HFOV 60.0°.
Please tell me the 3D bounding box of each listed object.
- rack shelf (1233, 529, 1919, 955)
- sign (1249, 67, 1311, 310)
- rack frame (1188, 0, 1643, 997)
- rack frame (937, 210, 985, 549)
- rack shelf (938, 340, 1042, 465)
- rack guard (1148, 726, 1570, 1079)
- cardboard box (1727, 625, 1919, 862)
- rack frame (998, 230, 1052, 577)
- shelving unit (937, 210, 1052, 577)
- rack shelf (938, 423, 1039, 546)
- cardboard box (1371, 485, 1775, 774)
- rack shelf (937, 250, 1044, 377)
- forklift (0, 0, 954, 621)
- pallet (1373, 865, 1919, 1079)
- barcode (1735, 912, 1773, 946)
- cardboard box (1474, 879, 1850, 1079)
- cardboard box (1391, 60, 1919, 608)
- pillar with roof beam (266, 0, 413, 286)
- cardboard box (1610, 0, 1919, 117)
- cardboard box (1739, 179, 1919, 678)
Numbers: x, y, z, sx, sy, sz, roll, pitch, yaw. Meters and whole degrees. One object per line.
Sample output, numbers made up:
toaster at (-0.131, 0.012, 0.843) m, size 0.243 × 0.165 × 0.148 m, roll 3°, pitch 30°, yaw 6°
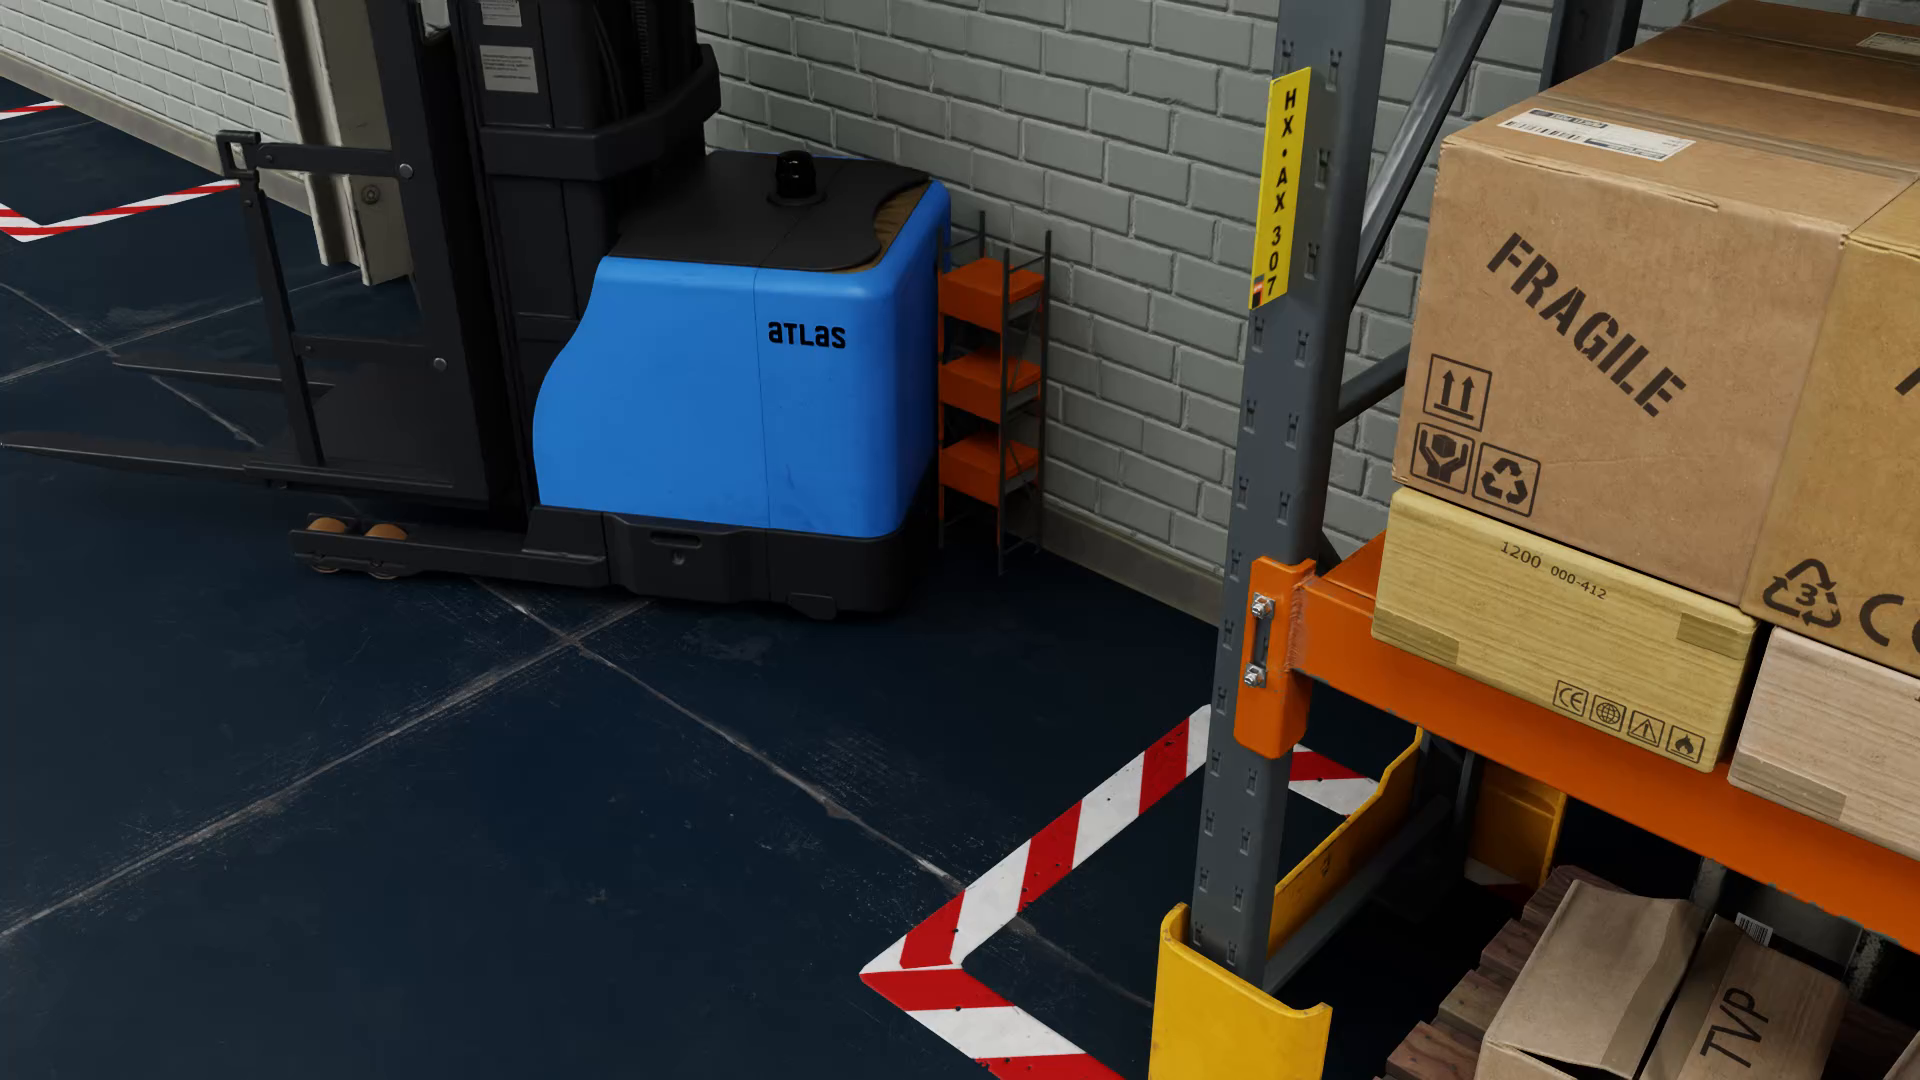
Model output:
rack shelf at (2.291, 0.680, 1.910) m, size 4.000 × 0.370 × 1.077 m, roll 25°, pitch 39°, yaw 35°
sign at (0.444, -0.484, 2.306) m, size 0.005 × 0.325 × 0.100 m, roll 25°, pitch 39°, yaw 35°
rack frame at (0.808, -0.321, 2.874) m, size 0.127 × 3.000 × 1.000 m, roll 25°, pitch 39°, yaw 35°
rack frame at (0.003, -0.461, 4.997) m, size 0.008 × 1.050 × 0.200 m, roll 24°, pitch 38°, yaw 34°
rack shelf at (0.094, -0.411, 4.934) m, size 0.240 × 0.259 × 0.215 m, roll 24°, pitch 38°, yaw 34°
rack guard at (0.865, 0.777, 3.475) m, size 0.348 × 0.500 × 1.175 m, roll 25°, pitch 39°, yaw 35°
cardboard box at (1.352, 0.200, 2.136) m, size 0.500 × 0.250 × 0.500 m, roll 24°, pitch 38°, yaw 34°
rack frame at (0.186, -0.378, 4.860) m, size 0.008 × 1.050 × 0.200 m, roll 24°, pitch 38°, yaw 34°
shelving unit at (0.094, -0.420, 4.928) m, size 0.252 × 1.050 × 0.215 m, roll 24°, pitch 38°, yaw 34°
rack shelf at (0.093, -0.172, 5.076) m, size 0.240 × 0.259 × 0.215 m, roll 24°, pitch 38°, yaw 34°
cardboard box at (0.957, 0.025, 2.426) m, size 0.500 × 0.250 × 0.500 m, roll 24°, pitch 38°, yaw 34°
rack shelf at (0.095, -0.655, 4.789) m, size 0.240 × 0.259 × 0.215 m, roll 24°, pitch 38°, yaw 34°
forklift at (-1.558, -1.395, 4.725) m, size 3.031 × 2.935 × 1.130 m, roll 6°, pitch 32°, yaw 10°
pallet at (1.443, 1.195, 3.060) m, size 1.213 × 0.211 × 1.003 m, roll 25°, pitch 39°, yaw 35°
barcode at (1.543, 0.766, 3.241) m, size 0.075 × 0.075 × 0.001 m, roll 25°, pitch 39°, yaw 35°
cardboard box at (1.261, 0.917, 2.999) m, size 0.500 × 0.311 × 0.500 m, roll 20°, pitch 37°, yaw 30°
cardboard box at (0.961, -0.306, 2.249) m, size 0.500 × 0.500 × 0.500 m, roll 25°, pitch 39°, yaw 35°
pillar with roof beam at (-5.430, -3.410, 2.189) m, size 0.400 × 9.000 × 9.100 m, roll 25°, pitch 39°, yaw 35°
cardboard box at (1.301, -0.504, 2.578) m, size 0.500 × 0.500 × 0.500 m, roll 25°, pitch 39°, yaw 35°
cardboard box at (1.320, -0.131, 1.959) m, size 0.500 × 0.500 × 0.500 m, roll 25°, pitch 39°, yaw 35°
